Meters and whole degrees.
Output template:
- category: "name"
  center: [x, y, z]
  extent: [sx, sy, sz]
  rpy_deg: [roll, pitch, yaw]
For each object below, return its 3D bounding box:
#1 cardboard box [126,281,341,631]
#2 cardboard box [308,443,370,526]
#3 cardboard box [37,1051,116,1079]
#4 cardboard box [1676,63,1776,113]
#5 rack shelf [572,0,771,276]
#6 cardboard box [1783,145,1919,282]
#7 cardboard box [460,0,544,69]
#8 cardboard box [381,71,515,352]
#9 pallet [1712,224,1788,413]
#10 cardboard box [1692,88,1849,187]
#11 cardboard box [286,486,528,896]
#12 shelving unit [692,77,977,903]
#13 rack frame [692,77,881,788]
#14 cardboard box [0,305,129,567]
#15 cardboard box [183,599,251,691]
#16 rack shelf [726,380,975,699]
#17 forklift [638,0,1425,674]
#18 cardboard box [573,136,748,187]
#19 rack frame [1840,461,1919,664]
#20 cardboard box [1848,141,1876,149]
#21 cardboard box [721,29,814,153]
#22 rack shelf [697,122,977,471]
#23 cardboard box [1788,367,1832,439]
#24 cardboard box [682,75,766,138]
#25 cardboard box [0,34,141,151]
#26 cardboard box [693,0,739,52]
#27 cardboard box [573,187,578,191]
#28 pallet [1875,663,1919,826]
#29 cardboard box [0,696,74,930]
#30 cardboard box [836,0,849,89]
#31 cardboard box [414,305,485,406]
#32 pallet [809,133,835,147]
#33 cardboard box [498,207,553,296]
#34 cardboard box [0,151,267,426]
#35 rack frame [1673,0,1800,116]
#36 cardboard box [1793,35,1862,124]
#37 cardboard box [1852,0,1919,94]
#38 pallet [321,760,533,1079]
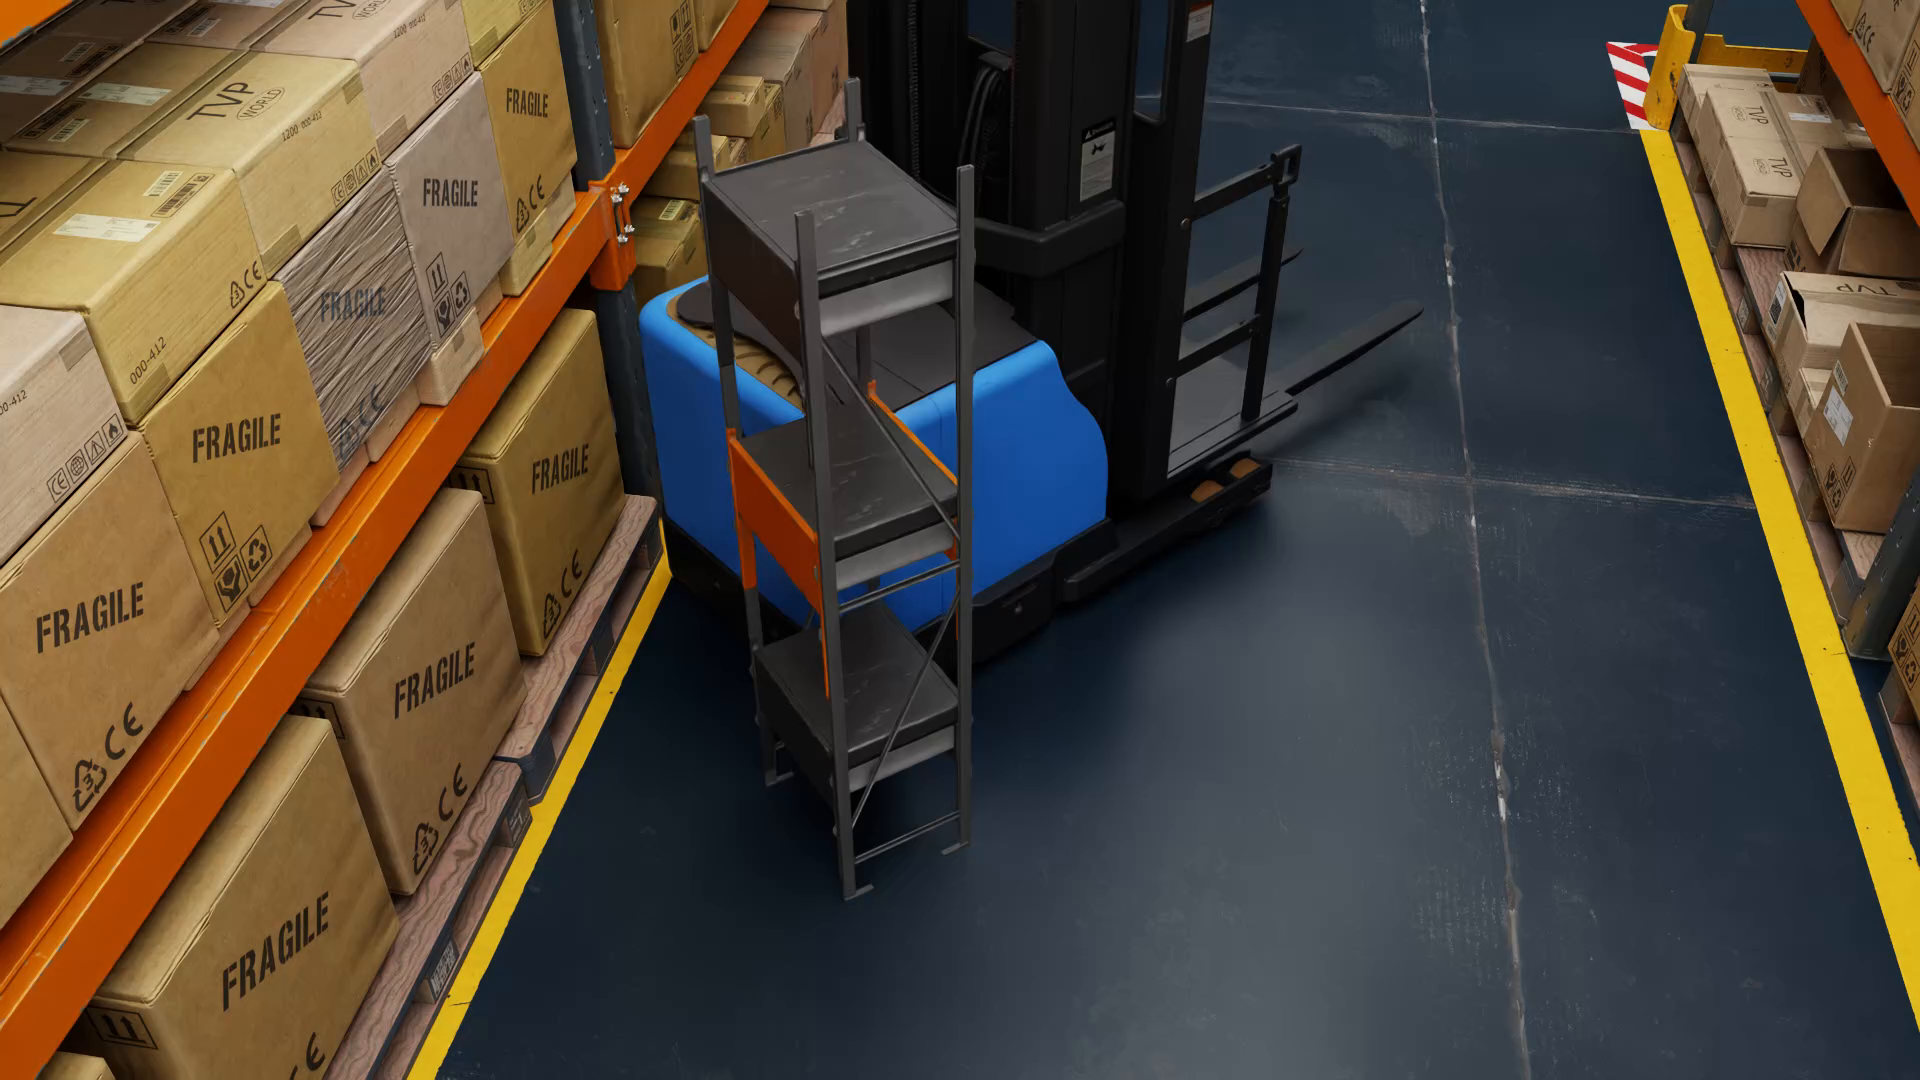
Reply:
- category: "cardboard box"
  center: [-1.636, -0.198, 3.308]
  extent: [0.500, 0.500, 0.500]
  rpy_deg: [7, 40, 9]
- category: "cardboard box"
  center: [-1.592, -0.179, 3.794]
  extent: [0.380, 0.149, 0.250]
  rpy_deg: [5, 40, 6]
- category: "cardboard box"
  center: [-1.985, 1.426, 3.029]
  extent: [0.750, 0.750, 0.750]
  rpy_deg: [6, 40, 7]
- category: "cardboard box"
  center: [3.612, -2.117, 7.848]
  extent: [0.380, 0.149, 0.250]
  rpy_deg: [6, 40, 8]
- category: "rack shelf"
  center: [-1.203, -2.282, 6.721]
  extent: [1.077, 0.370, 4.000]
  rpy_deg: [6, 40, 8]
- category: "cardboard box"
  center: [3.651, -1.148, 6.398]
  extent: [0.797, 0.503, 0.637]
  rpy_deg: [6, 40, 8]
- category: "cardboard box"
  center: [-1.378, -1.433, 4.213]
  extent: [0.500, 0.250, 0.500]
  rpy_deg: [7, 40, 9]
- category: "cardboard box"
  center: [-1.459, -0.827, 4.068]
  extent: [0.500, 0.500, 0.500]
  rpy_deg: [7, 40, 8]
- category: "pallet"
  center: [3.659, -0.885, 6.654]
  extent: [1.003, 0.211, 1.213]
  rpy_deg: [6, 40, 8]
- category: "cardboard box"
  center: [3.563, -1.757, 7.334]
  extent: [0.500, 0.250, 0.500]
  rpy_deg: [6, 40, 8]
- category: "cardboard box"
  center: [-1.684, 0.343, 4.339]
  extent: [0.750, 0.750, 0.750]
  rpy_deg: [8, 40, 9]
- category: "shelving unit"
  center: [-0.271, -0.019, 4.125]
  extent: [0.431, 2.100, 0.503]
  rpy_deg: [-21, 44, -23]
- category: "rack frame"
  center: [-0.397, -0.152, 4.286]
  extent: [0.400, 2.100, 0.015]
  rpy_deg: [-21, 44, -23]
- category: "cardboard box"
  center: [-1.734, -0.152, 2.664]
  extent: [0.500, 0.250, 0.500]
  rpy_deg: [7, 40, 8]
- category: "cardboard box"
  center: [-1.701, 0.150, 3.396]
  extent: [0.380, 0.149, 0.250]
  rpy_deg: [7, 40, 8]
- category: "rack shelf"
  center: [-0.271, -0.008, 4.134]
  extent: [0.431, 0.518, 0.480]
  rpy_deg: [-21, 44, -23]
- category: "forklift"
  center: [0.468, -1.394, 5.136]
  extent: [3.031, 2.935, 1.130]
  rpy_deg: [-29, 48, -31]
- category: "cardboard box"
  center: [-1.228, -1.276, 6.571]
  extent: [0.700, 0.500, 0.500]
  rpy_deg: [6, 40, 7]
- category: "rack frame"
  center: [3.331, -0.761, 4.316]
  extent: [1.000, 3.000, 0.127]
  rpy_deg: [6, 40, 8]
- category: "cardboard box"
  center: [3.977, -1.419, 6.925]
  extent: [0.500, 0.250, 0.500]
  rpy_deg: [6, 40, 8]
- category: "cardboard box"
  center: [-1.052, -1.933, 7.366]
  extent: [0.700, 0.500, 0.500]
  rpy_deg: [5, 40, 6]
- category: "rack shelf"
  center: [-0.271, -0.548, 3.687]
  extent: [0.431, 0.518, 0.480]
  rpy_deg: [-21, 44, -23]
- category: "cardboard box"
  center: [3.156, -0.462, 5.847]
  extent: [0.380, 0.149, 0.250]
  rpy_deg: [6, 40, 8]
- category: "cardboard box"
  center: [-0.989, -1.733, 6.615]
  extent: [0.380, 0.149, 0.250]
  rpy_deg: [5, 40, 6]
- category: "cardboard box"
  center: [-2.051, -0.850, 3.508]
  extent: [0.500, 0.250, 0.500]
  rpy_deg: [5, 40, 6]
- category: "cardboard box"
  center: [-1.307, -2.216, 5.841]
  extent: [0.980, 0.700, 0.700]
  rpy_deg: [5, 40, 7]
- category: "cardboard box"
  center: [-1.539, -1.142, 5.900]
  extent: [0.380, 0.149, 0.250]
  rpy_deg: [6, 40, 7]
- category: "pallet"
  center: [3.227, 0.829, 4.582]
  extent: [1.003, 0.211, 1.213]
  rpy_deg: [6, 40, 8]
- category: "cardboard box"
  center: [-1.805, 0.441, 2.535]
  extent: [0.500, 0.500, 0.500]
  rpy_deg: [8, 40, 9]
- category: "cardboard box"
  center: [-0.879, -2.563, 8.128]
  extent: [0.700, 0.500, 0.500]
  rpy_deg: [6, 40, 8]
- category: "cardboard box"
  center: [-1.426, -0.481, 4.159]
  extent: [0.380, 0.149, 0.250]
  rpy_deg: [6, 40, 8]
- category: "pallet"
  center: [-1.131, -1.466, 7.358]
  extent: [1.003, 0.211, 1.213]
  rpy_deg: [6, 40, 8]
- category: "cardboard box"
  center: [-1.349, -0.811, 4.558]
  extent: [0.380, 0.149, 0.250]
  rpy_deg: [7, 40, 8]
- category: "cardboard box"
  center: [-1.652, -0.473, 3.052]
  extent: [0.500, 0.250, 0.500]
  rpy_deg: [6, 40, 7]
- category: "rack frame"
  center: [4.023, -3.271, 7.352]
  extent: [1.000, 3.000, 0.127]
  rpy_deg: [6, 40, 8]
- category: "cardboard box"
  center: [4.171, -2.109, 7.563]
  extent: [0.500, 0.500, 0.500]
  rpy_deg: [6, 40, 8]
- category: "cardboard box"
  center: [3.339, -1.787, 5.479]
  extent: [0.500, 0.500, 0.500]
  rpy_deg: [7, 40, 9]
- category: "pallet"
  center: [-1.817, 1.031, 4.338]
  extent: [1.003, 0.211, 1.213]
  rpy_deg: [6, 40, 8]
